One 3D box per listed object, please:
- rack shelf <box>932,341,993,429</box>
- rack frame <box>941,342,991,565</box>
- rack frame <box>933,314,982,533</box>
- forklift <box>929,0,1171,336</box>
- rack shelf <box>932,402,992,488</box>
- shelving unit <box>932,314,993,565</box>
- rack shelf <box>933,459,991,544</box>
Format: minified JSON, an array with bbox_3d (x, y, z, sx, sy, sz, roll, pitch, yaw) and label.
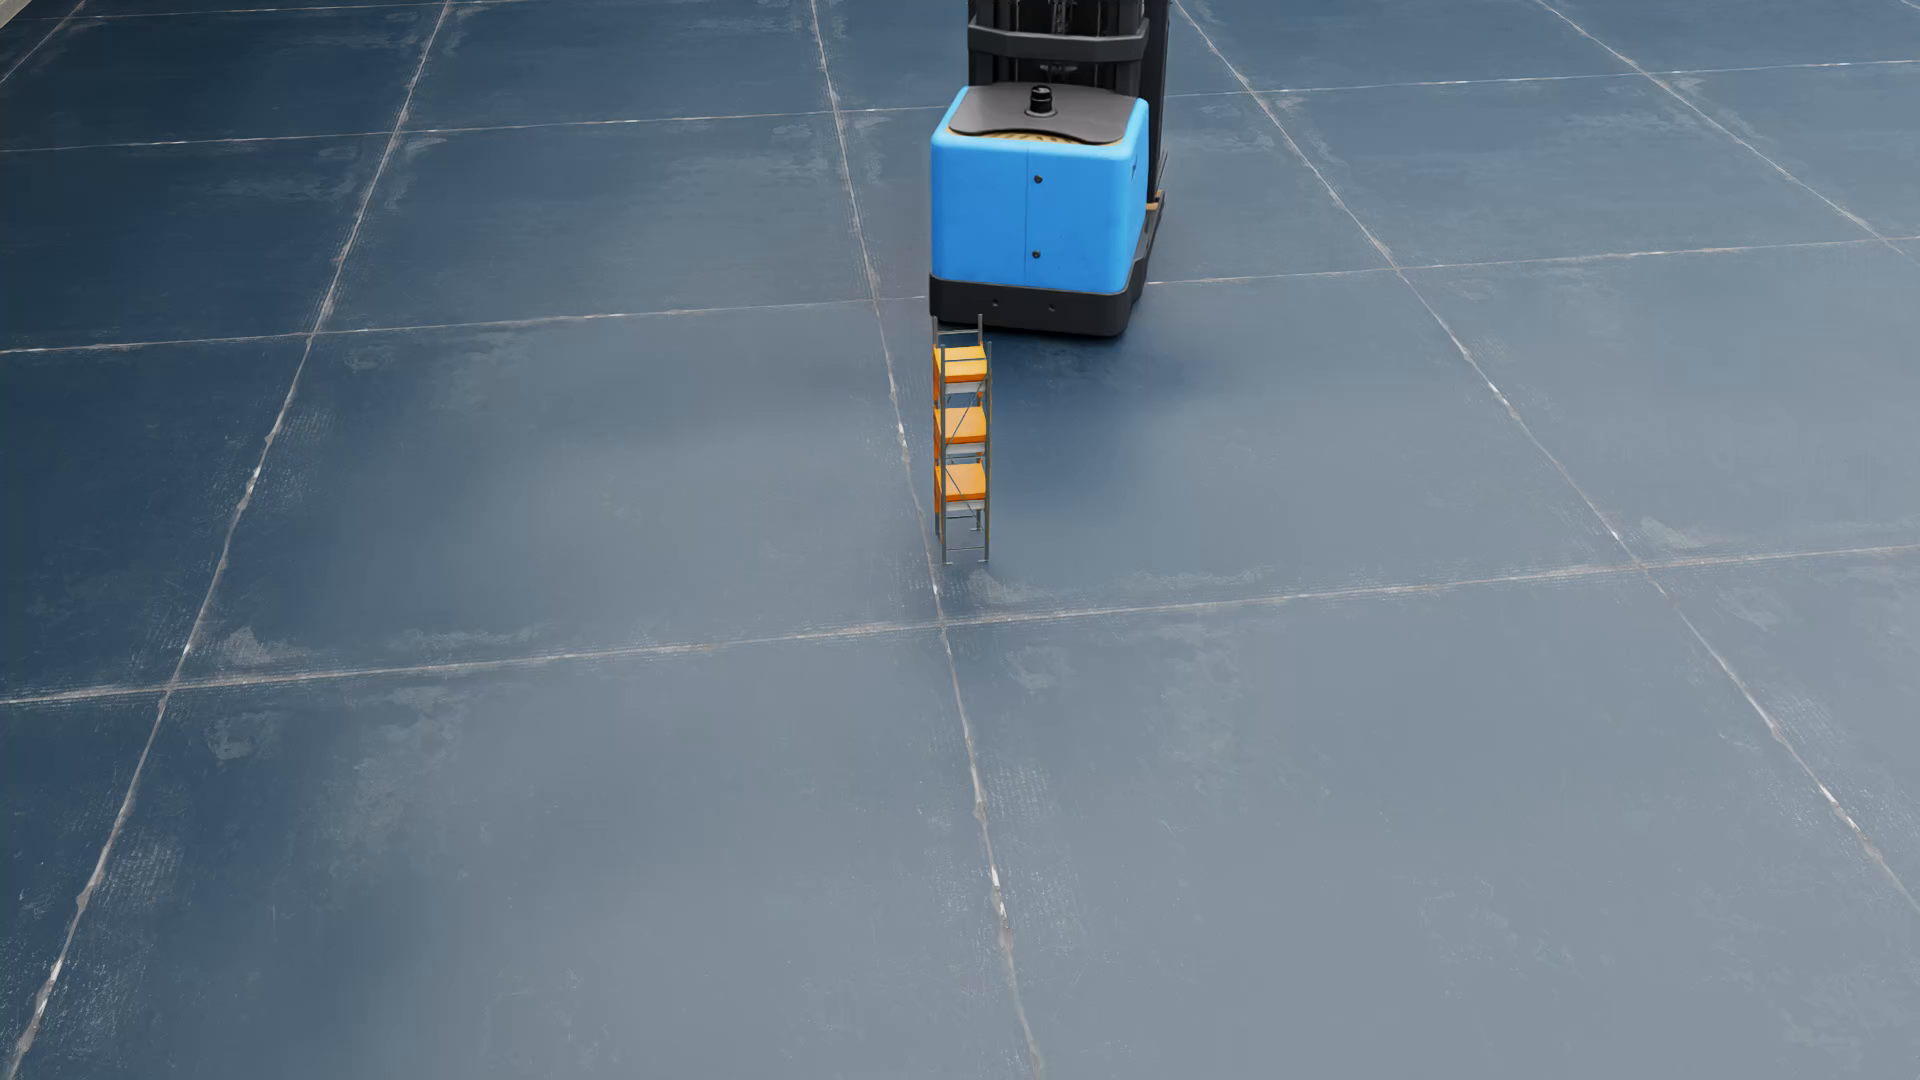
[{"bbox_3d":[0.007,-0.630,6.757,0.215,0.259,0.240,-4,35,-6],"label":"rack shelf"},{"bbox_3d":[0.024,-0.336,6.811,0.200,1.050,0.008,-4,35,-6],"label":"rack frame"},{"bbox_3d":[-0.009,-0.472,7.010,0.200,1.050,0.008,-4,35,-6],"label":"rack frame"},{"bbox_3d":[0.638,-3.100,9.196,1.130,2.935,3.031,7,35,10],"label":"forklift"},{"bbox_3d":[0.007,-0.395,6.916,0.215,0.259,0.240,-4,35,-6],"label":"rack shelf"},{"bbox_3d":[0.007,-0.404,6.911,0.215,1.050,0.252,-4,35,-6],"label":"shelving unit"},{"bbox_3d":[0.007,-0.166,7.073,0.215,0.259,0.240,-4,35,-6],"label":"rack shelf"}]
